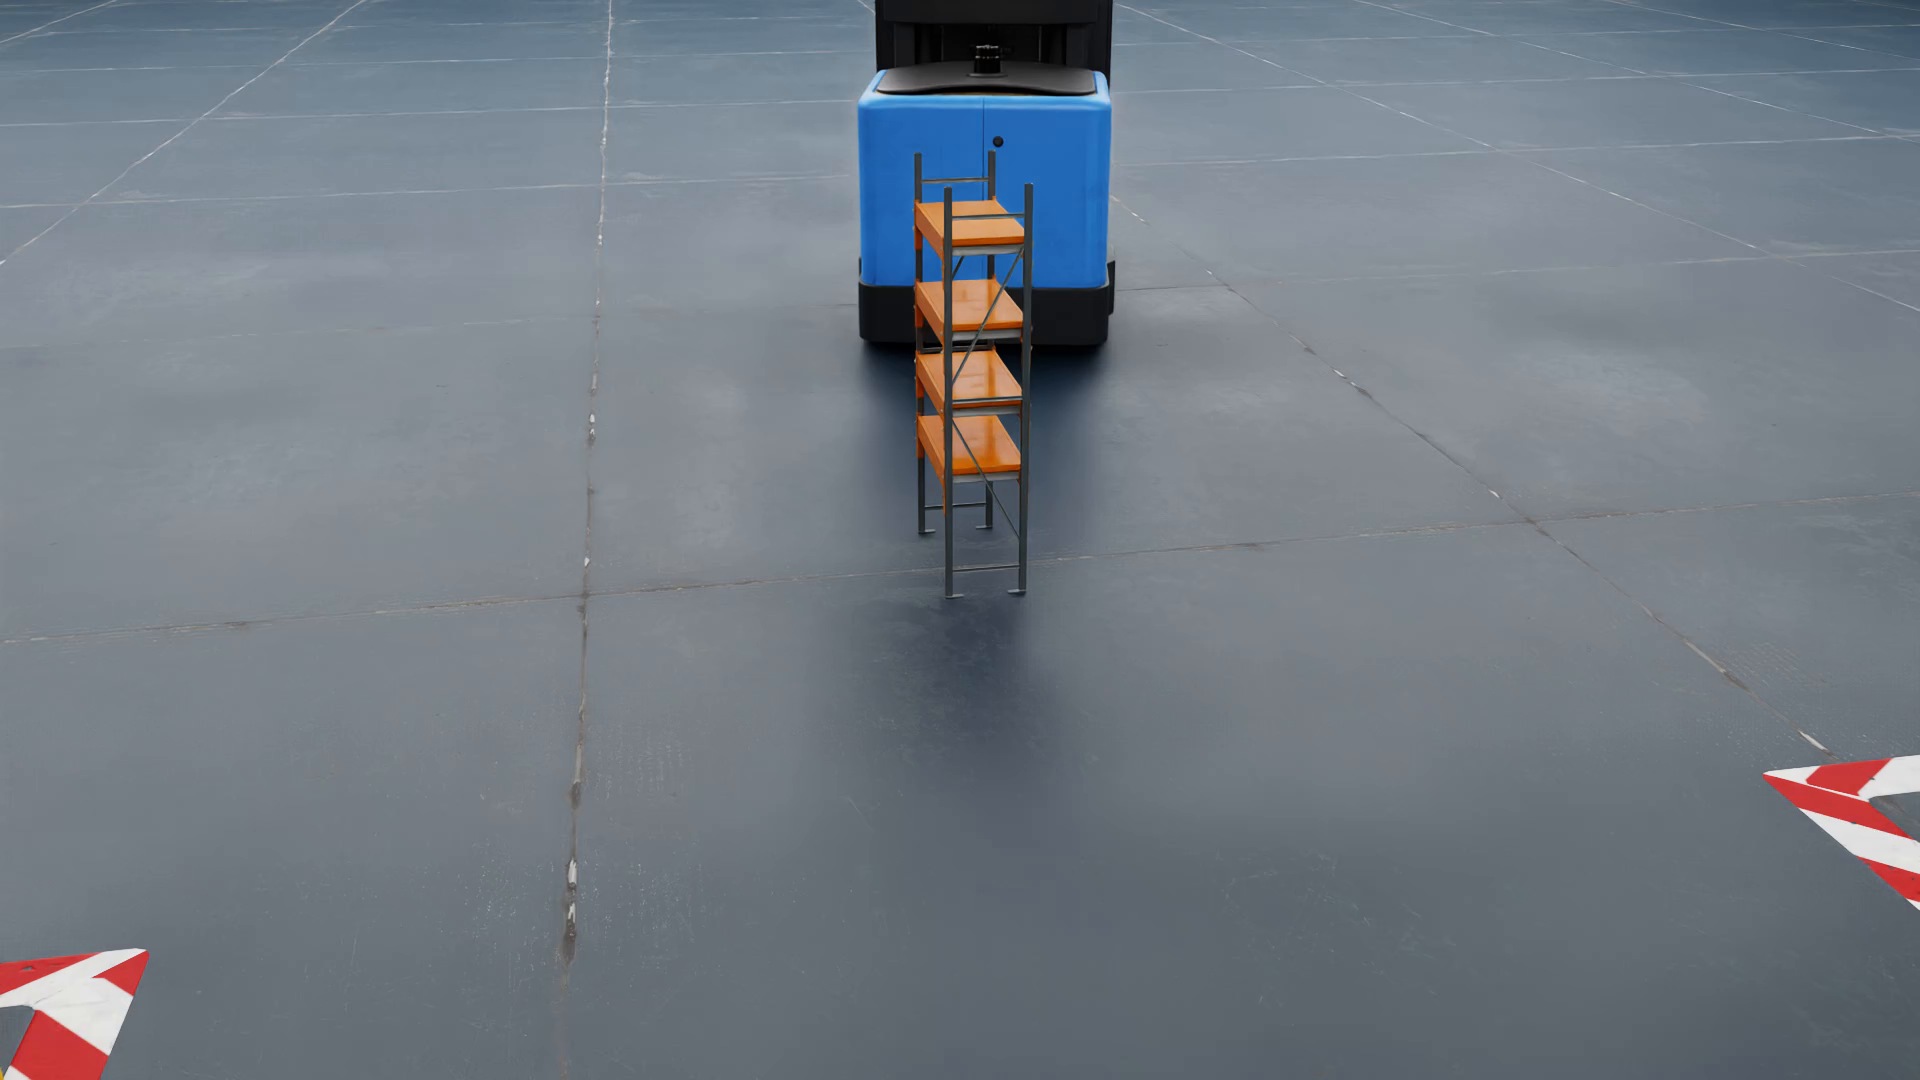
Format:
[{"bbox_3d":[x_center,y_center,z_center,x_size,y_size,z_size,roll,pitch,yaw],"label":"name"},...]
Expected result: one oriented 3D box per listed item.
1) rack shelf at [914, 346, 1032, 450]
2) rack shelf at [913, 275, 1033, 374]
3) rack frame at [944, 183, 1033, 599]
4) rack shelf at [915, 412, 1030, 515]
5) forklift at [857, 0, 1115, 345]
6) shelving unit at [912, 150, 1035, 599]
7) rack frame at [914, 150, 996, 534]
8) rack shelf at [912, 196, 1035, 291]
[{"bbox_3d":[0.031,-0.423,4.888,0.258,0.148,0.480,-4,24,-10],"label":"rack shelf"},{"bbox_3d":[0.031,-0.628,4.798,0.258,0.148,0.480,-4,24,-10],"label":"rack shelf"},{"bbox_3d":[0.076,-0.389,4.641,0.240,1.200,0.015,-4,24,-10],"label":"rack frame"},{"bbox_3d":[0.031,-0.241,4.967,0.258,0.148,0.480,-4,24,-10],"label":"rack shelf"},{"bbox_3d":[0.167,-2.701,7.773,1.130,2.935,3.031,1,24,3],"label":"forklift"},{"bbox_3d":[0.031,-0.485,4.861,0.258,1.200,0.503,-4,24,-10],"label":"shelving unit"},{"bbox_3d":[-0.014,-0.581,5.081,0.240,1.200,0.015,-4,24,-10],"label":"rack frame"},{"bbox_3d":[0.031,-0.845,4.704,0.258,0.148,0.480,-4,24,-10],"label":"rack shelf"}]
